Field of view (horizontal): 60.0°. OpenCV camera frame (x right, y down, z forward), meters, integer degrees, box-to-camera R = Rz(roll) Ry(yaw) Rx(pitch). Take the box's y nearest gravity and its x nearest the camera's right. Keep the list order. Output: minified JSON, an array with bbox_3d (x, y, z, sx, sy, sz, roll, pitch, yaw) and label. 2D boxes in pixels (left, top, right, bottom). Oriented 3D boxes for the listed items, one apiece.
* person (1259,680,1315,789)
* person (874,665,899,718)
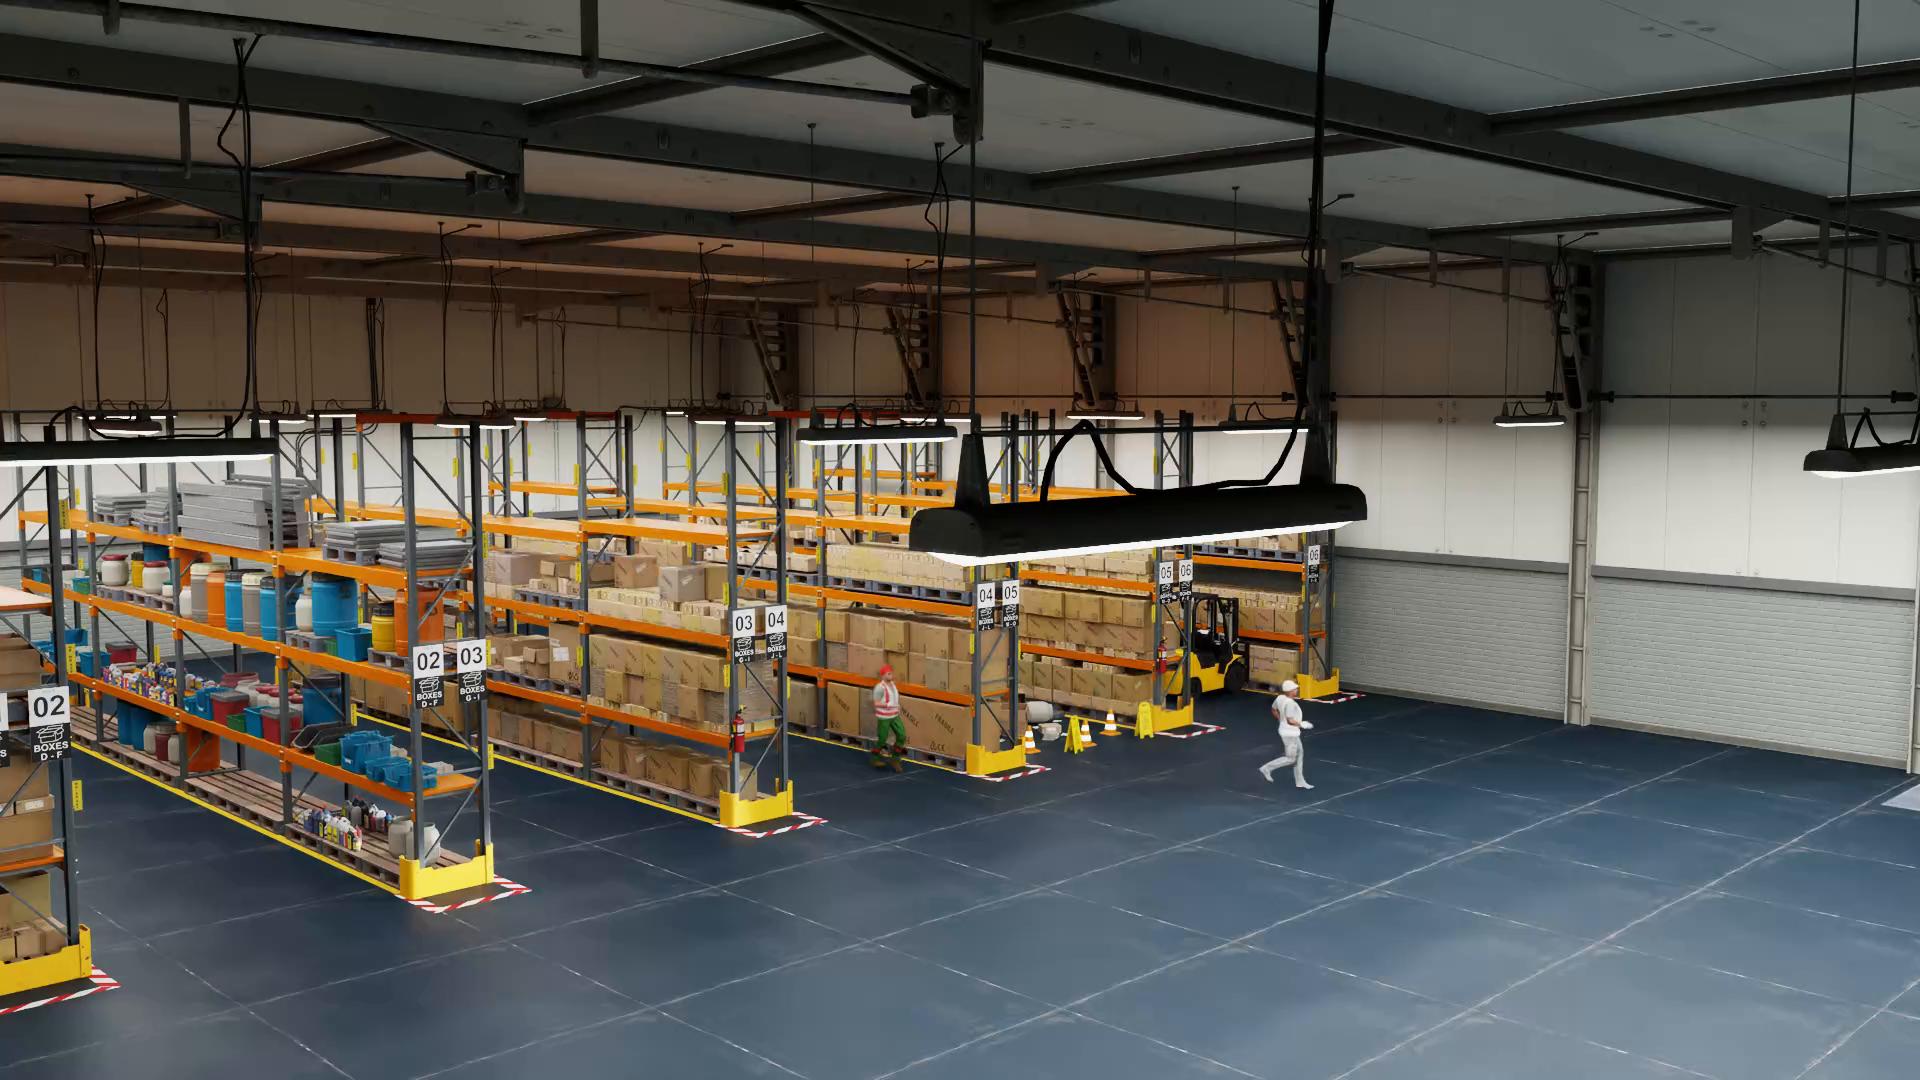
[{"bbox_3d":[5.261,3.135,26.723,0.916,1.782,0.682,0,5,0],"label":"person"},{"bbox_3d":[-1.232,2.530,27.967,0.499,0.863,0.630,5,7,43],"label":"person"}]
